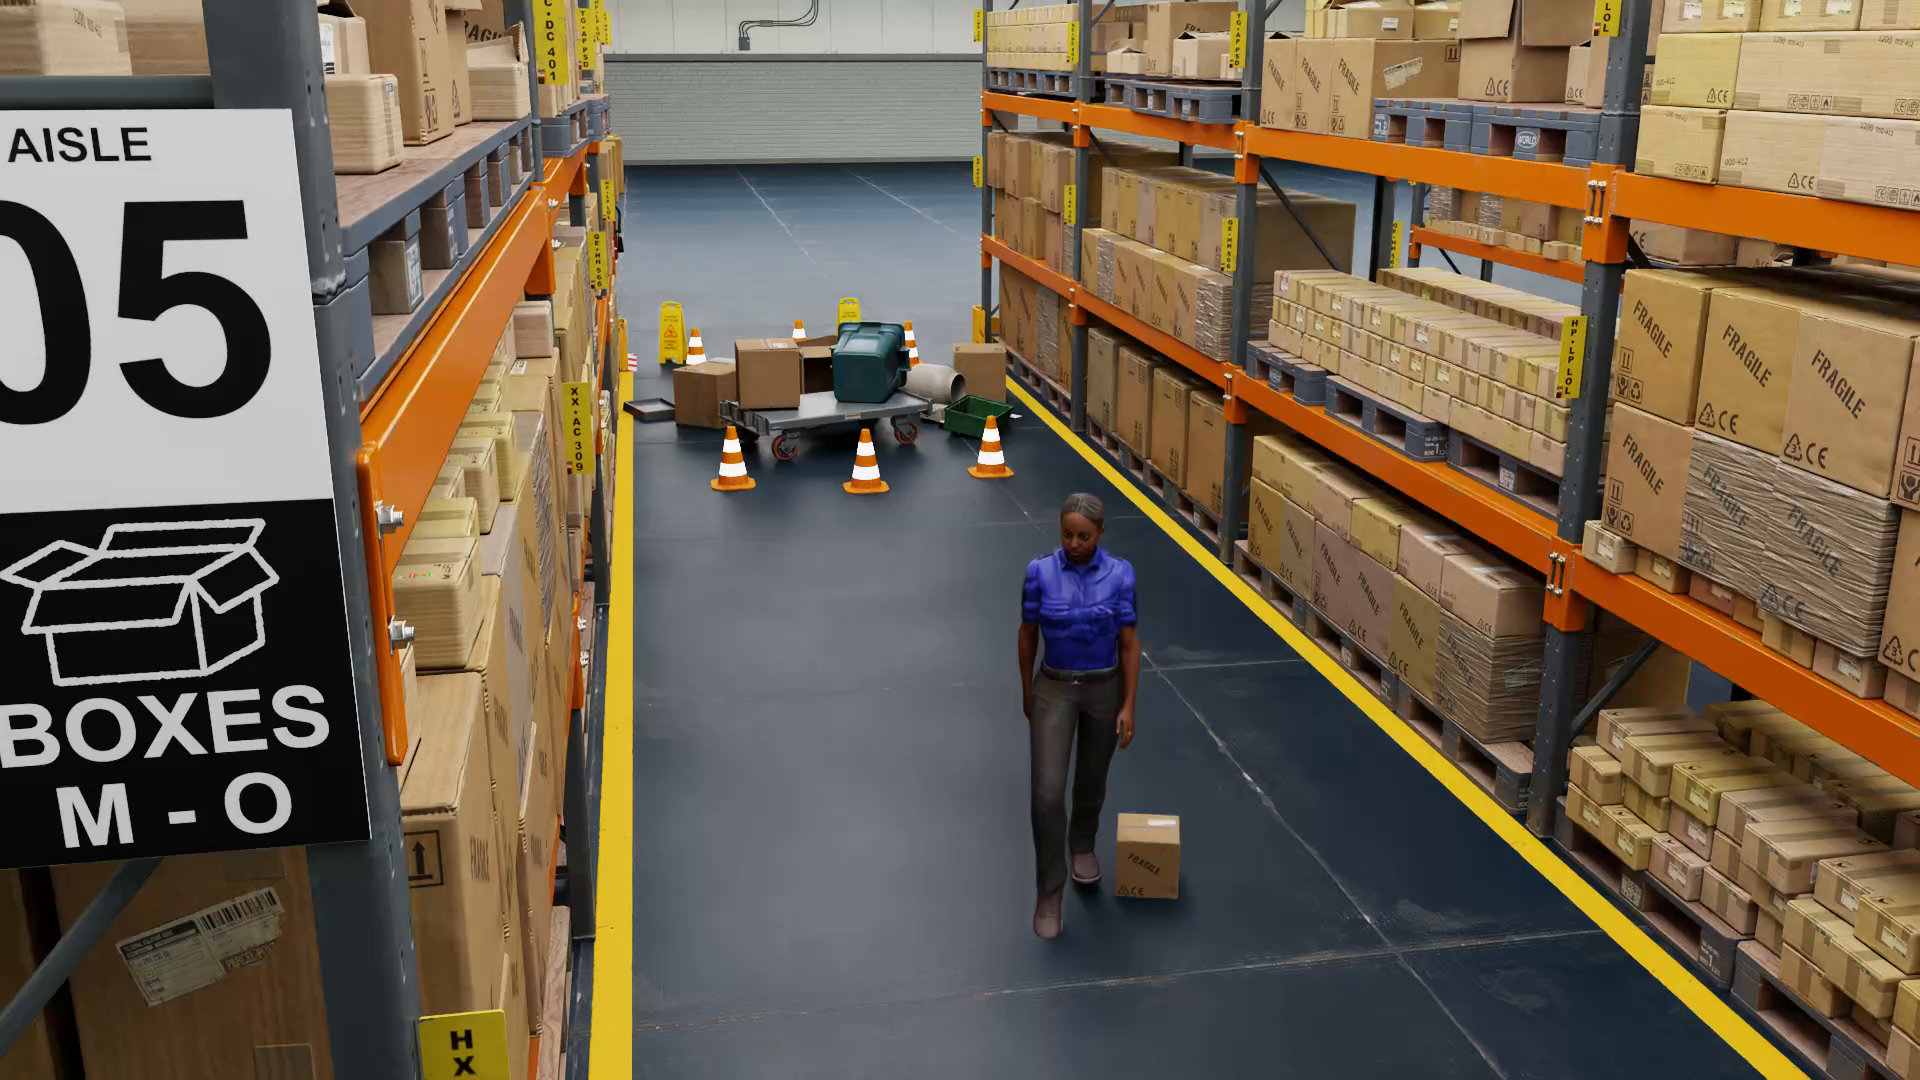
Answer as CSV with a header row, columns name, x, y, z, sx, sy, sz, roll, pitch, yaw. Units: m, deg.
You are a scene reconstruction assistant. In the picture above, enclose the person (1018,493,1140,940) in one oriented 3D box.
name,x,y,z,sx,sy,sz,roll,pitch,yaw
person,0.453,0.644,6.392,0.453,1.710,0.626,0,16,-1
